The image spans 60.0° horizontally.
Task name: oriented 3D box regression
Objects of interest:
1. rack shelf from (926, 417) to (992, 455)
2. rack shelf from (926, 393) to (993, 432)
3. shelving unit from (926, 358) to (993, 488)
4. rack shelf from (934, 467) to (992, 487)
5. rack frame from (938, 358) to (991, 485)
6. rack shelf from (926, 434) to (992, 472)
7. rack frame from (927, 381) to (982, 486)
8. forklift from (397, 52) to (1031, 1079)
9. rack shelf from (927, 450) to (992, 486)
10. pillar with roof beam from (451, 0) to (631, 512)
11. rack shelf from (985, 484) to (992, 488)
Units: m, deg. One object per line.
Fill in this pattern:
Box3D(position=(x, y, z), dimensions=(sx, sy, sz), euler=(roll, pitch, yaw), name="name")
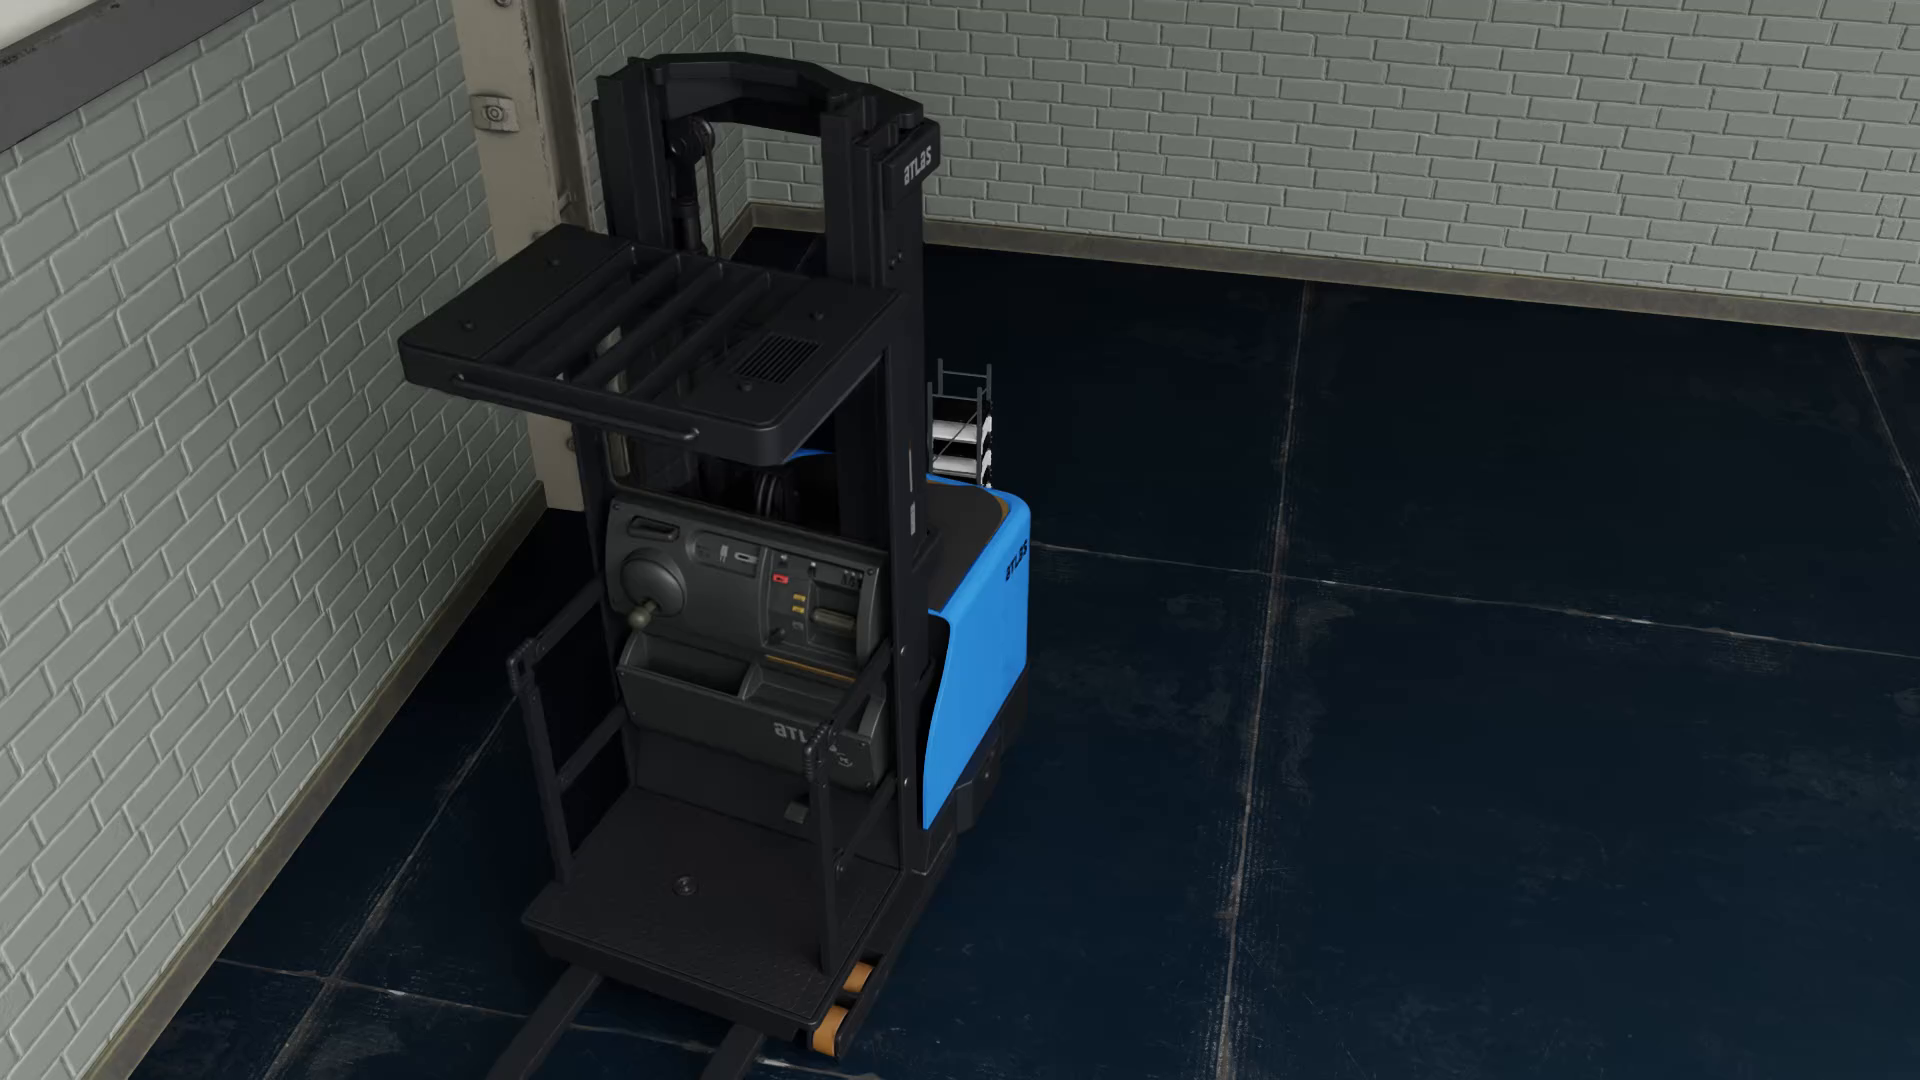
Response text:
Box3D(position=(-0.002, -0.478, 7.393), dimensions=(0.258, 0.077, 0.200), euler=(7, 37, 10), name="rack shelf")
Box3D(position=(-0.002, -0.551, 7.341), dimensions=(0.258, 0.077, 0.200), euler=(7, 37, 10), name="rack shelf")
Box3D(position=(-0.002, -0.360, 7.479), dimensions=(0.258, 0.900, 0.210), euler=(7, 37, 10), name="shelving unit")
Box3D(position=(-0.002, -0.260, 7.552), dimensions=(0.258, 0.077, 0.200), euler=(7, 37, 10), name="rack shelf")
Box3D(position=(0.020, -0.418, 7.560), dimensions=(0.240, 0.900, 0.006), euler=(7, 37, 10), name="rack frame")
Box3D(position=(-0.002, -0.406, 7.446), dimensions=(0.258, 0.077, 0.200), euler=(7, 37, 10), name="rack shelf")
Box3D(position=(-0.023, -0.301, 7.399), dimensions=(0.240, 0.900, 0.006), euler=(7, 37, 10), name="rack frame")
Box3D(position=(-0.761, 0.209, 4.963), dimensions=(1.130, 2.935, 3.031), euler=(14, 38, 18), name="forklift")
Box3D(position=(-0.002, -0.333, 7.499), dimensions=(0.258, 0.077, 0.200), euler=(7, 37, 10), name="rack shelf")
Box3D(position=(2.387, -3.361, 4.719), dimensions=(9.100, 9.000, 0.400), euler=(7, 37, 10), name="pillar with roof beam")
Box3D(position=(-0.002, -0.187, 7.605), dimensions=(0.258, 0.077, 0.200), euler=(7, 37, 10), name="rack shelf")
